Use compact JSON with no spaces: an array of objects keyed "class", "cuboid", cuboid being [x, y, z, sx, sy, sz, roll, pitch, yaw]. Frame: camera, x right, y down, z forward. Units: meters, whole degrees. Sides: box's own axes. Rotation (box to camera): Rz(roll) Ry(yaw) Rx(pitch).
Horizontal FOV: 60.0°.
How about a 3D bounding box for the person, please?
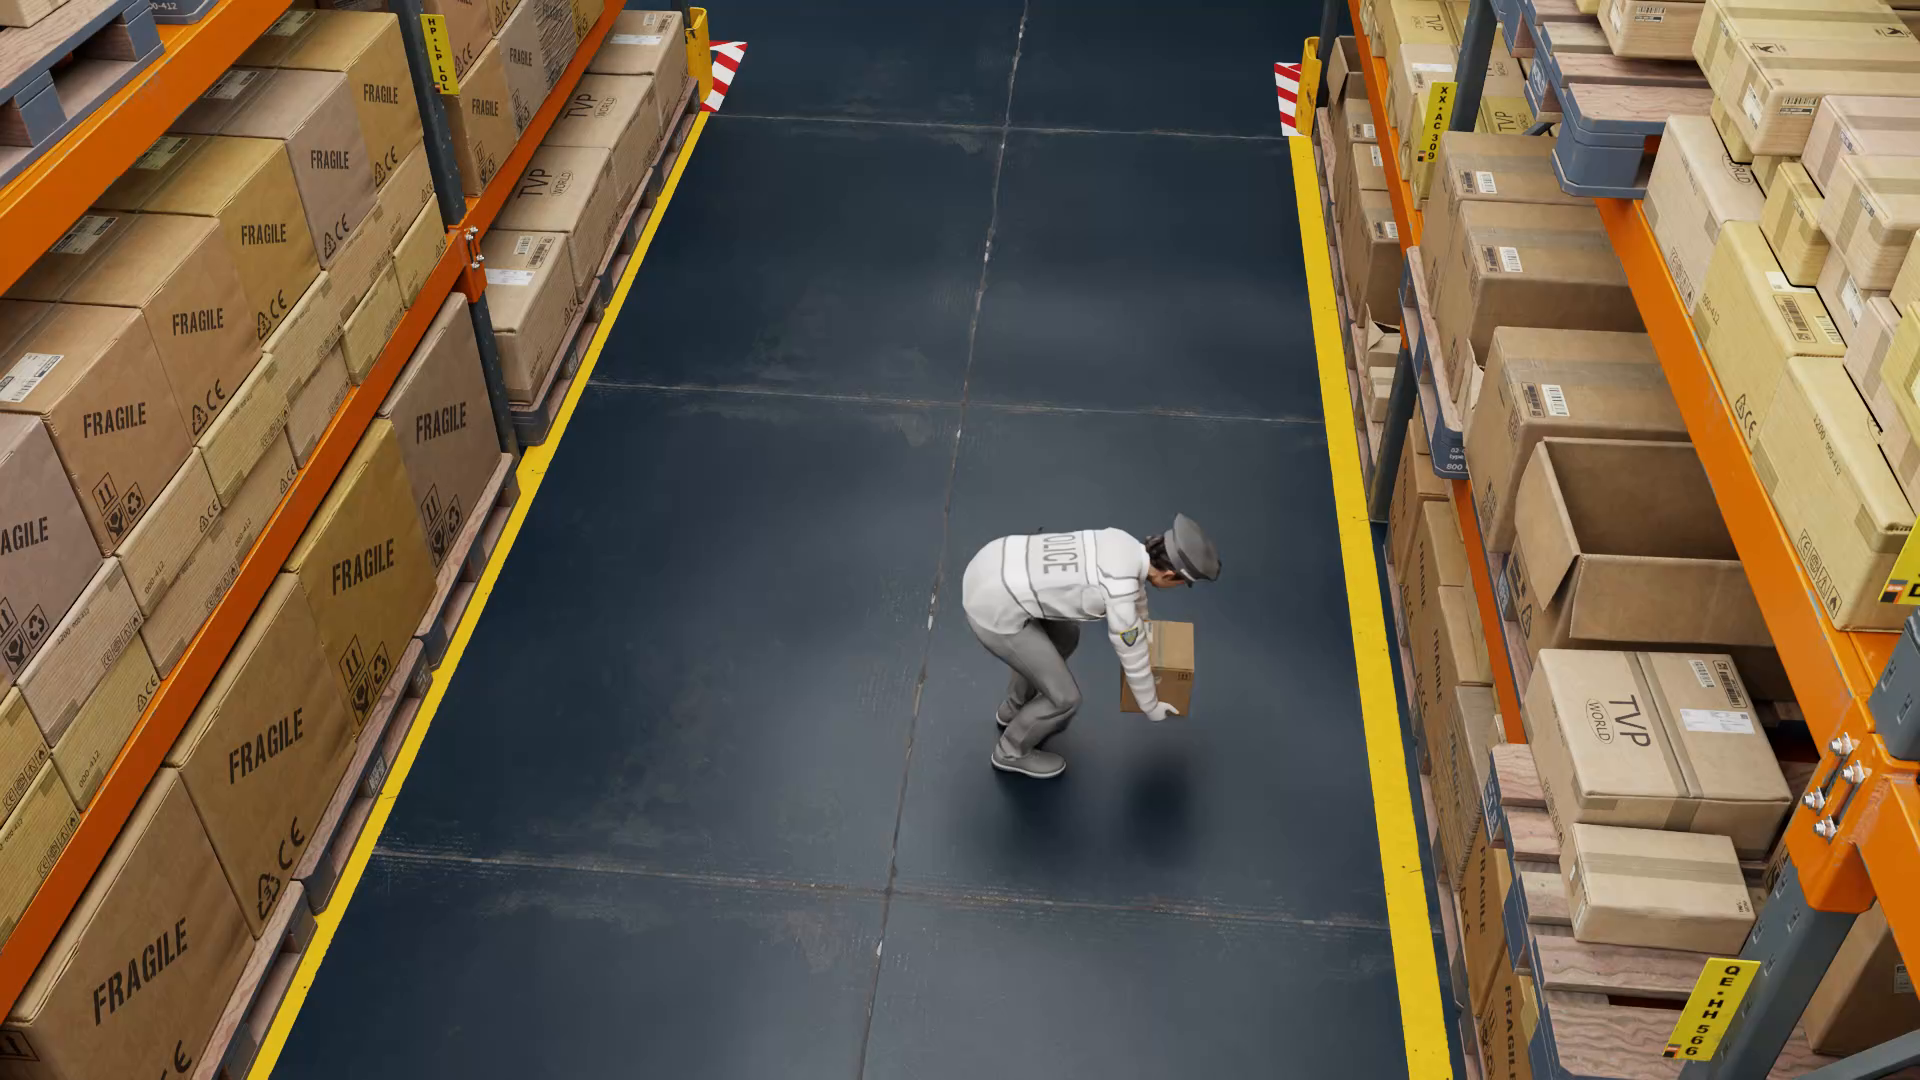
[{"class":"person","cuboid":[-2.967,1.437,4.041,7.482,2.202,5.277,1,40,2]}]
